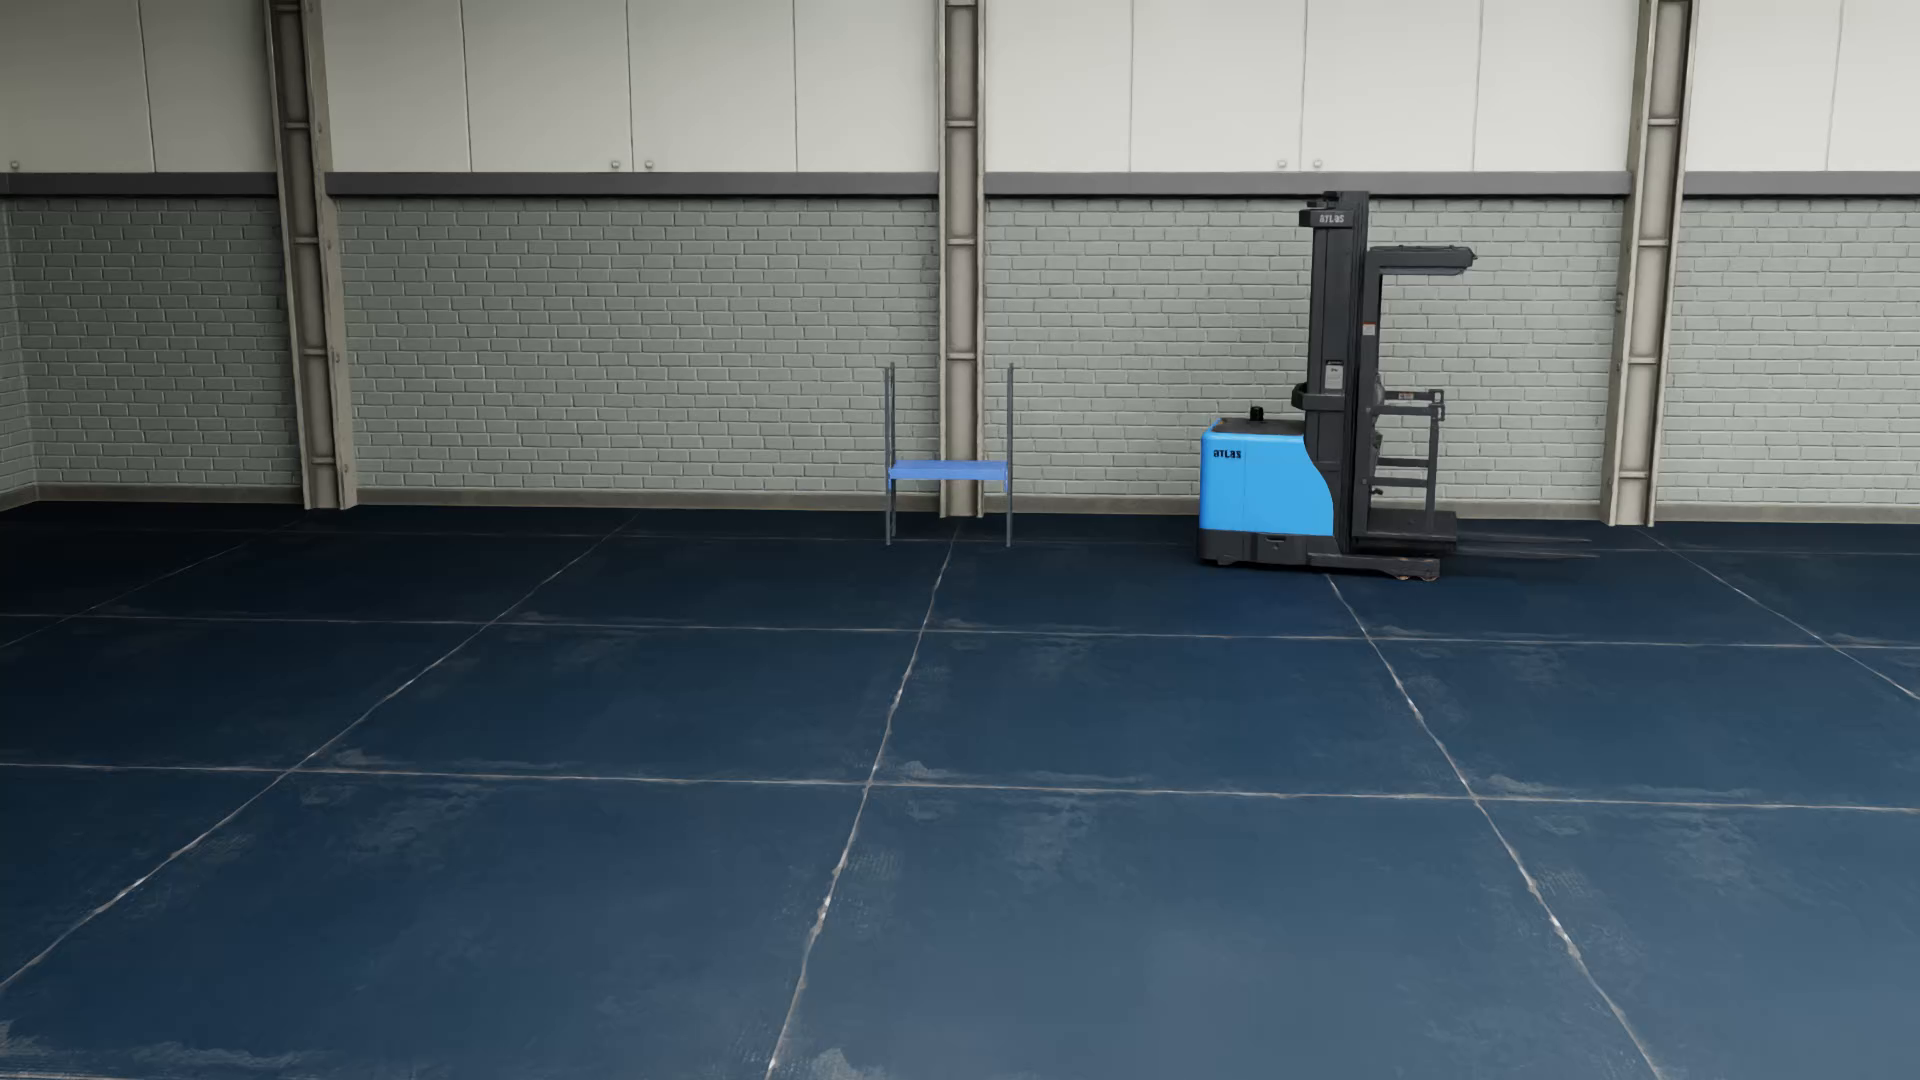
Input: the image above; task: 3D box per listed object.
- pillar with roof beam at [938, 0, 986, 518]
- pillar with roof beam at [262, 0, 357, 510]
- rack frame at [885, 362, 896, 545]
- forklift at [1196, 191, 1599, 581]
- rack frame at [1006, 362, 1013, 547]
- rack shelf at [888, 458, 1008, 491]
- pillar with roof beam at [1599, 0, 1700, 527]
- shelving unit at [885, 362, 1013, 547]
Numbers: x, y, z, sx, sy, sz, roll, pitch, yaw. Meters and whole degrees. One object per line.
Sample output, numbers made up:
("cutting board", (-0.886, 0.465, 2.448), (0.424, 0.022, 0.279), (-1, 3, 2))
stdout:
("pillar with roof beam", (-0.267, -3.761, 10.269), (0.400, 9.000, 9.100), (1, 12, 4))
("pillar with roof beam", (-6.254, -3.843, 10.662), (0.400, 9.000, 9.100), (1, 12, 4))
("rack frame", (-0.592, -0.742, 14.153), (0.032, 1.500, 0.500), (1, 12, 4))
("forklift", (3.464, -1.239, 13.031), (3.031, 2.935, 1.130), (3, 12, 15))
("rack frame", (0.422, -0.728, 14.087), (0.032, 1.500, 0.500), (1, 12, 4))
("rack shelf", (-0.085, -0.559, 14.157), (1.000, 0.185, 0.538), (1, 12, 4))
("pillar with roof beam", (5.719, -3.679, 9.877), (0.400, 9.000, 9.100), (1, 12, 4))
("shelving unit", (-0.085, -0.735, 14.120), (1.048, 1.500, 0.538), (1, 12, 4))
